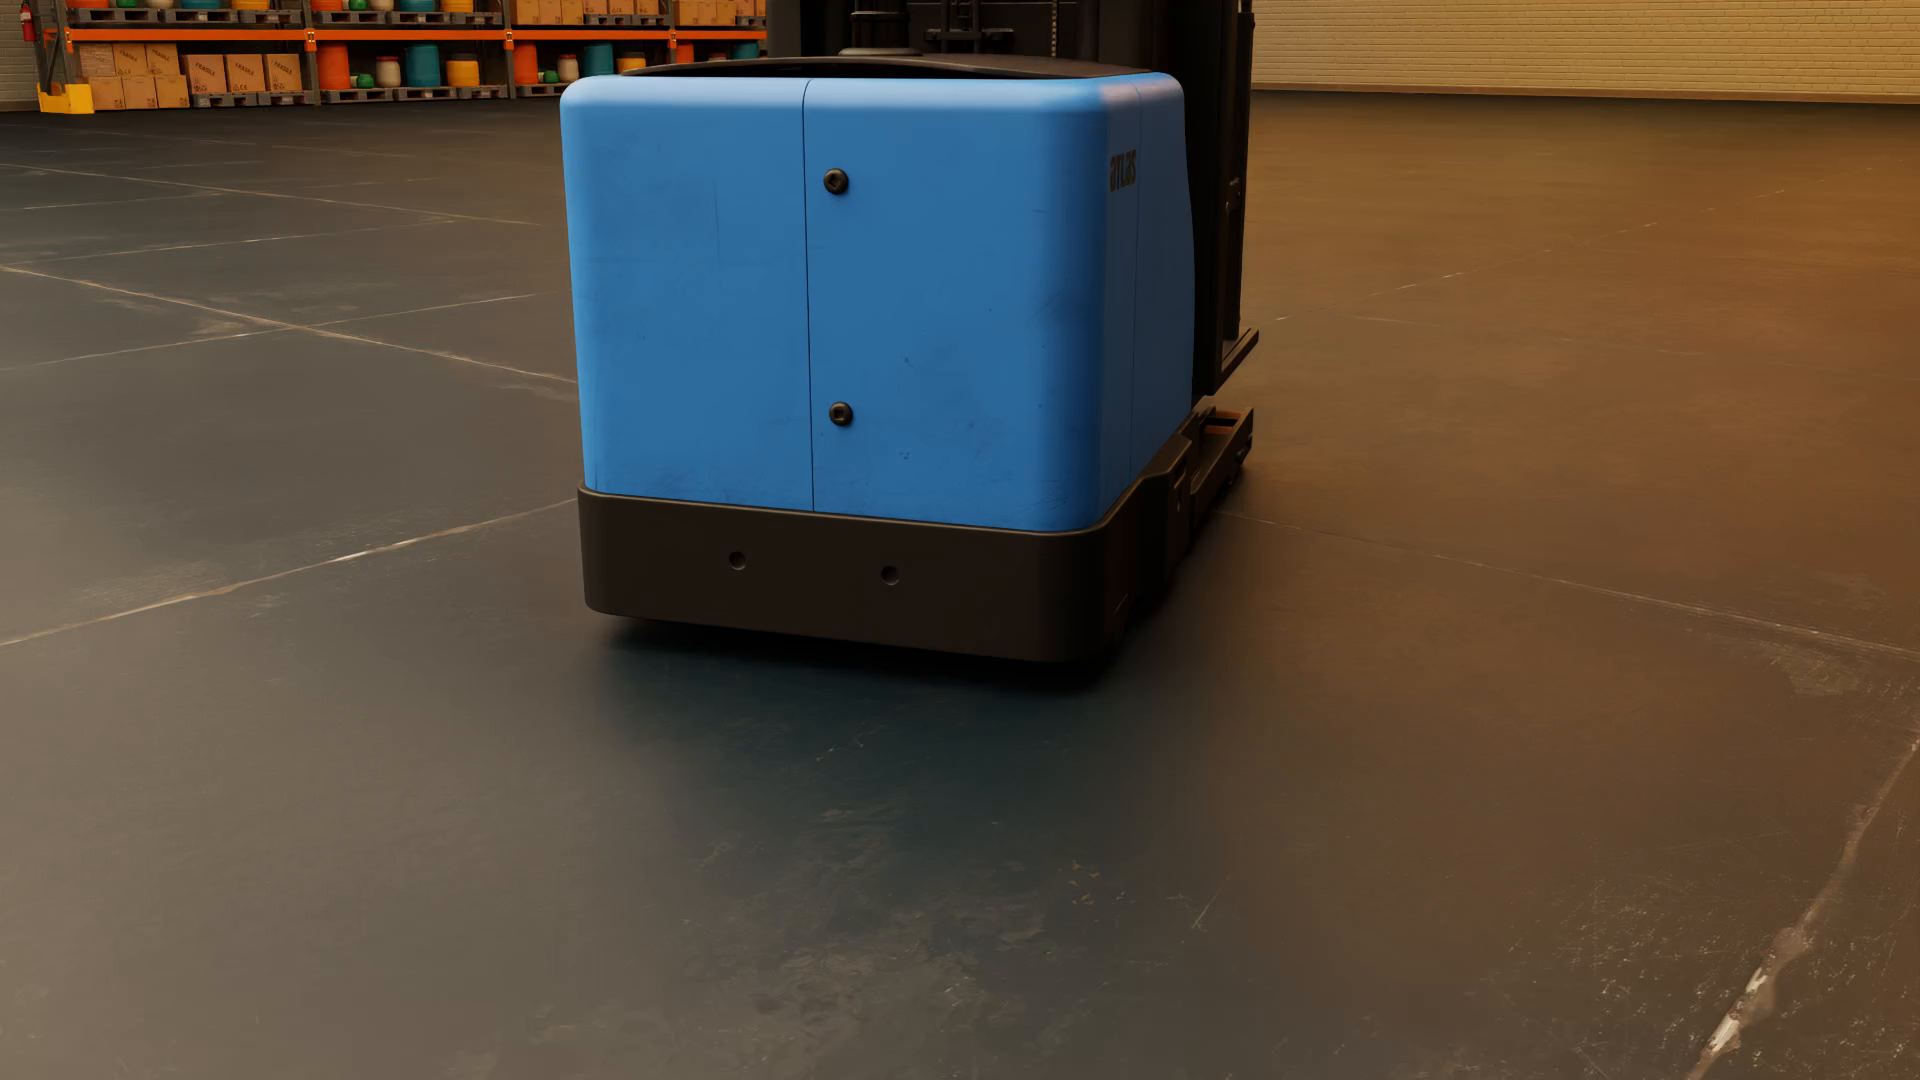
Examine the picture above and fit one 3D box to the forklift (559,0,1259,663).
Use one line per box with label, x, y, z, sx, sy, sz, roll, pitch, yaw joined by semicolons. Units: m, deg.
forklift;0.182;-1.571;4.072;1.130;2.935;3.031;5;18;17
